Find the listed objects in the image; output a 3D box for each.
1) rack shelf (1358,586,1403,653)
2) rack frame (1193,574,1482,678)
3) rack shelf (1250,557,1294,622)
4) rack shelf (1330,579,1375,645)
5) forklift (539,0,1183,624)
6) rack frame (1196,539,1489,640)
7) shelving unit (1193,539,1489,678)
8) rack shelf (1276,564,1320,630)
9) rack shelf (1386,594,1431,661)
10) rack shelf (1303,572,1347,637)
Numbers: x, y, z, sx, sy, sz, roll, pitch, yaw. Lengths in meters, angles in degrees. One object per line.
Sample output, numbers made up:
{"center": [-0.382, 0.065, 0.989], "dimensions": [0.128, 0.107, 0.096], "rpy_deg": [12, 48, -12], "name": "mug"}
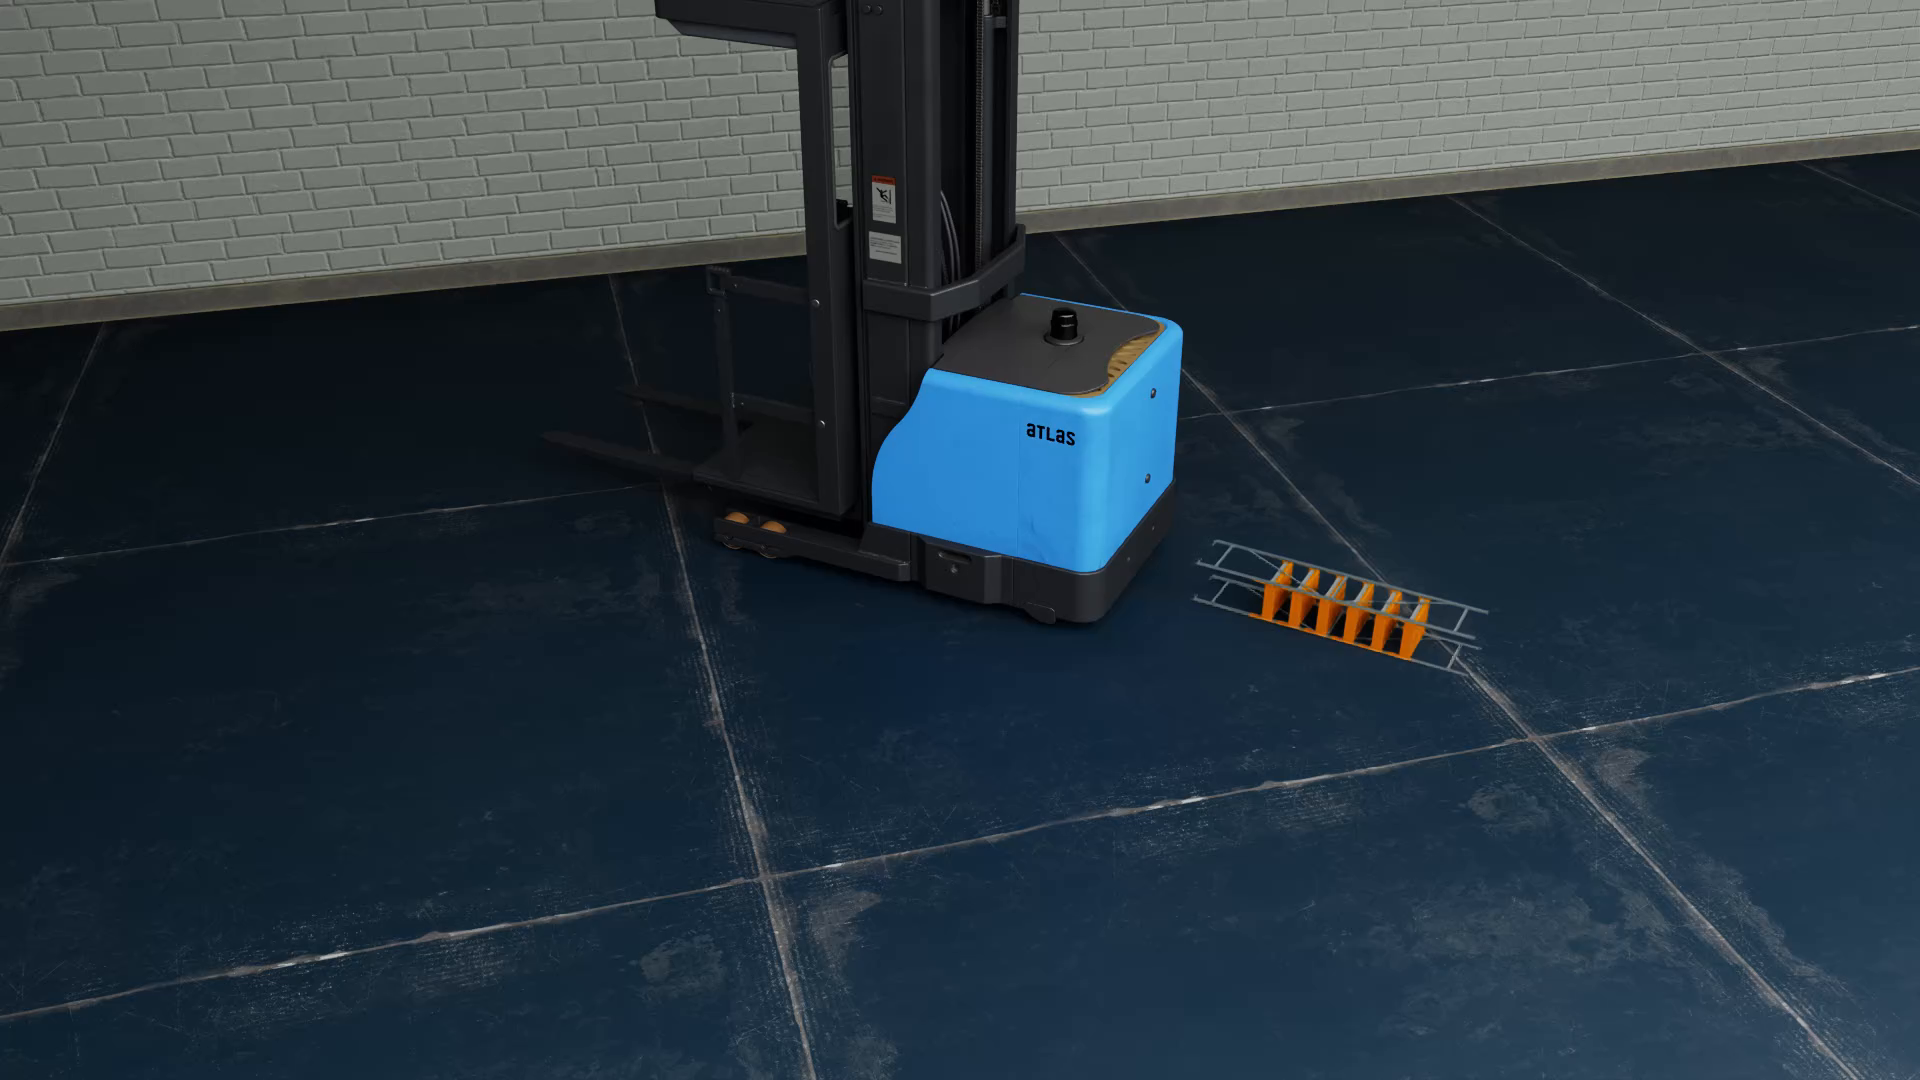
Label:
{"center": [1.773, 0.327, 6.991], "dimensions": [0.103, 0.180, 0.258], "rpy_deg": [16, 34, 25], "name": "rack shelf"}
{"center": [1.601, 0.358, 7.119], "dimensions": [1.200, 0.006, 0.240], "rpy_deg": [16, 34, 25], "name": "rack frame"}
{"center": [1.353, 0.208, 7.192], "dimensions": [0.103, 0.180, 0.258], "rpy_deg": [16, 34, 25], "name": "rack shelf"}
{"center": [1.668, 0.297, 7.041], "dimensions": [0.103, 0.180, 0.258], "rpy_deg": [16, 34, 25], "name": "rack shelf"}
{"center": [-0.567, -1.407, 7.254], "dimensions": [3.031, 2.935, 1.130], "rpy_deg": [14, 33, 22], "name": "forklift"}
{"center": [1.602, 0.200, 7.027], "dimensions": [1.200, 0.006, 0.240], "rpy_deg": [16, 34, 25], "name": "rack frame"}
{"center": [1.602, 0.279, 7.073], "dimensions": [1.200, 0.189, 0.258], "rpy_deg": [16, 34, 25], "name": "shelving unit"}
{"center": [1.458, 0.238, 7.142], "dimensions": [0.103, 0.180, 0.258], "rpy_deg": [16, 34, 25], "name": "rack shelf"}
{"center": [1.877, 0.357, 6.941], "dimensions": [0.103, 0.180, 0.258], "rpy_deg": [16, 34, 25], "name": "rack shelf"}
{"center": [1.563, 0.268, 7.092], "dimensions": [0.103, 0.180, 0.258], "rpy_deg": [16, 34, 25], "name": "rack shelf"}
